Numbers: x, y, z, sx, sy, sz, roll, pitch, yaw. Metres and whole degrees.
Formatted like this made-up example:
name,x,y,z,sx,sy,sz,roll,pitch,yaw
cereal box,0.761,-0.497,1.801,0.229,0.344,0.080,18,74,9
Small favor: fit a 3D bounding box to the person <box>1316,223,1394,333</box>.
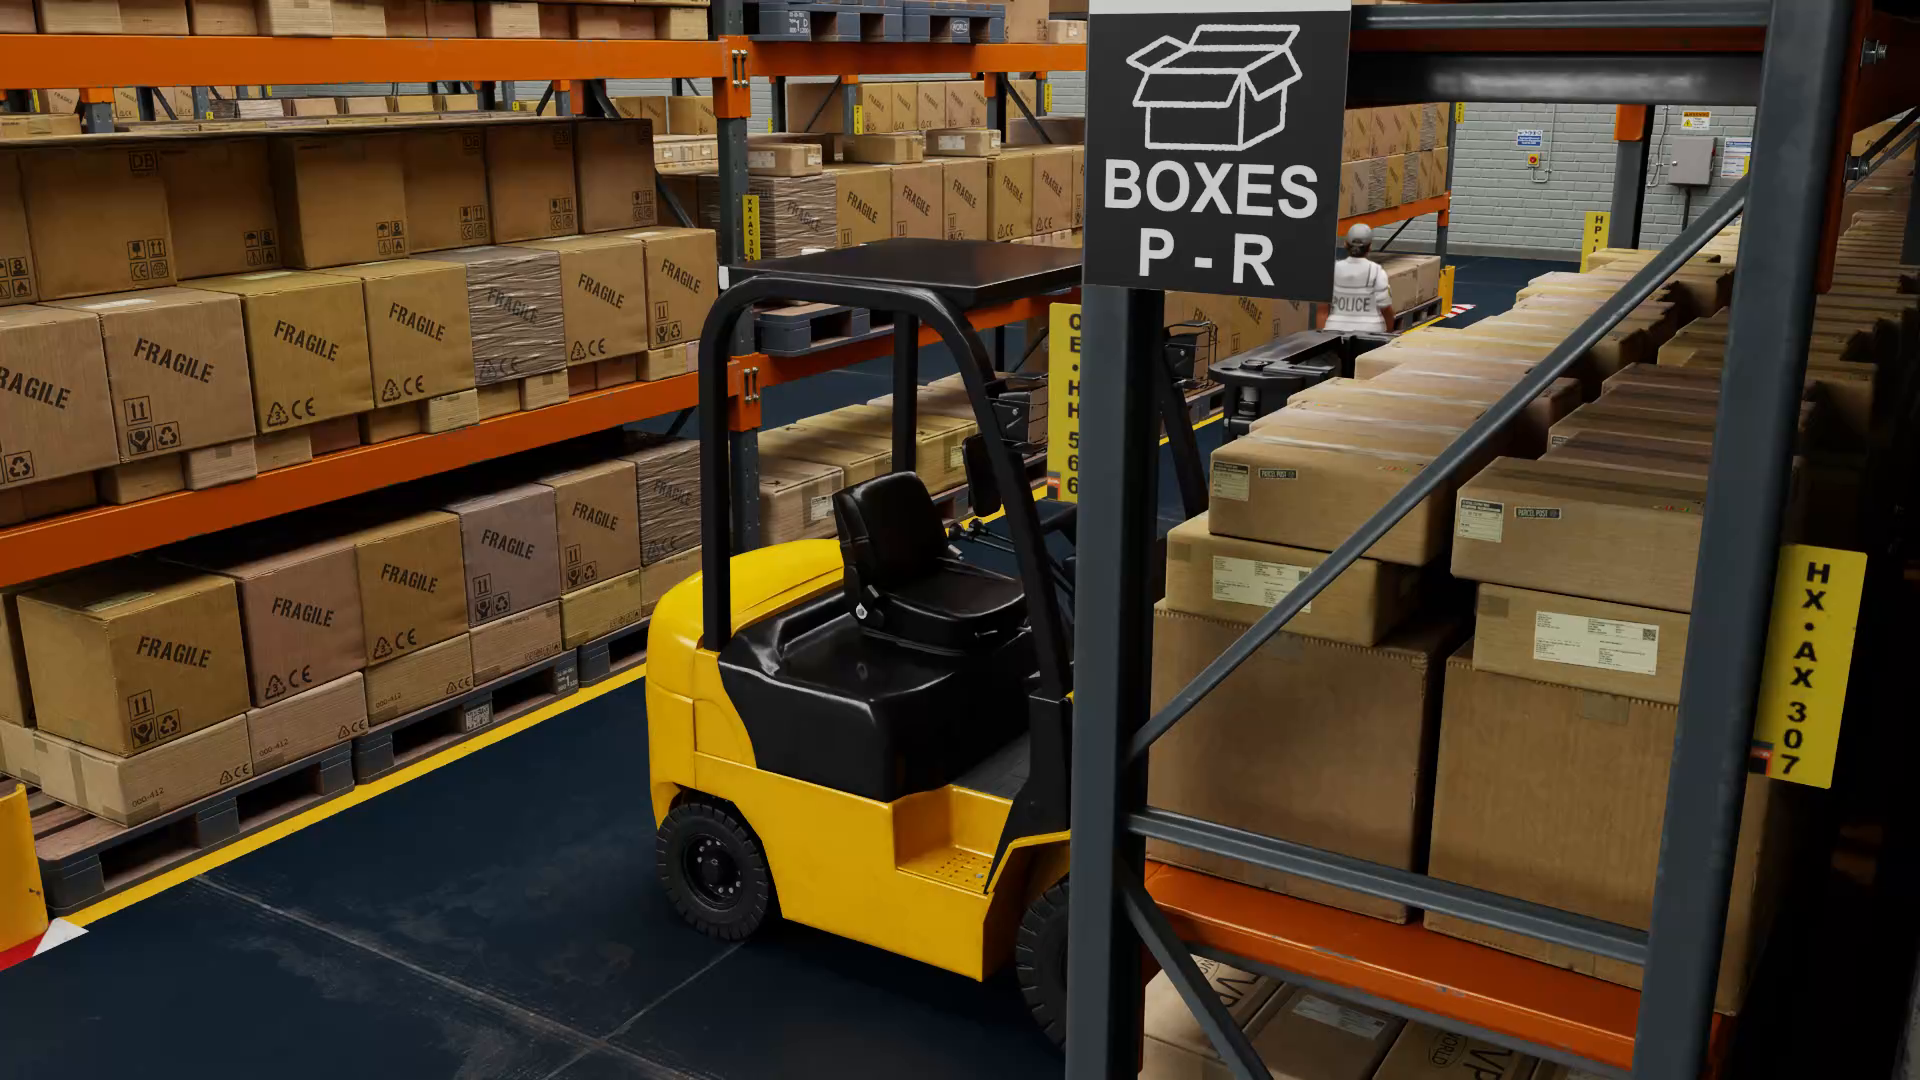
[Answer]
name,x,y,z,sx,sy,sz,roll,pitch,yaw
person,2.708,-1.380,11.365,0.490,1.555,0.729,9,19,28
